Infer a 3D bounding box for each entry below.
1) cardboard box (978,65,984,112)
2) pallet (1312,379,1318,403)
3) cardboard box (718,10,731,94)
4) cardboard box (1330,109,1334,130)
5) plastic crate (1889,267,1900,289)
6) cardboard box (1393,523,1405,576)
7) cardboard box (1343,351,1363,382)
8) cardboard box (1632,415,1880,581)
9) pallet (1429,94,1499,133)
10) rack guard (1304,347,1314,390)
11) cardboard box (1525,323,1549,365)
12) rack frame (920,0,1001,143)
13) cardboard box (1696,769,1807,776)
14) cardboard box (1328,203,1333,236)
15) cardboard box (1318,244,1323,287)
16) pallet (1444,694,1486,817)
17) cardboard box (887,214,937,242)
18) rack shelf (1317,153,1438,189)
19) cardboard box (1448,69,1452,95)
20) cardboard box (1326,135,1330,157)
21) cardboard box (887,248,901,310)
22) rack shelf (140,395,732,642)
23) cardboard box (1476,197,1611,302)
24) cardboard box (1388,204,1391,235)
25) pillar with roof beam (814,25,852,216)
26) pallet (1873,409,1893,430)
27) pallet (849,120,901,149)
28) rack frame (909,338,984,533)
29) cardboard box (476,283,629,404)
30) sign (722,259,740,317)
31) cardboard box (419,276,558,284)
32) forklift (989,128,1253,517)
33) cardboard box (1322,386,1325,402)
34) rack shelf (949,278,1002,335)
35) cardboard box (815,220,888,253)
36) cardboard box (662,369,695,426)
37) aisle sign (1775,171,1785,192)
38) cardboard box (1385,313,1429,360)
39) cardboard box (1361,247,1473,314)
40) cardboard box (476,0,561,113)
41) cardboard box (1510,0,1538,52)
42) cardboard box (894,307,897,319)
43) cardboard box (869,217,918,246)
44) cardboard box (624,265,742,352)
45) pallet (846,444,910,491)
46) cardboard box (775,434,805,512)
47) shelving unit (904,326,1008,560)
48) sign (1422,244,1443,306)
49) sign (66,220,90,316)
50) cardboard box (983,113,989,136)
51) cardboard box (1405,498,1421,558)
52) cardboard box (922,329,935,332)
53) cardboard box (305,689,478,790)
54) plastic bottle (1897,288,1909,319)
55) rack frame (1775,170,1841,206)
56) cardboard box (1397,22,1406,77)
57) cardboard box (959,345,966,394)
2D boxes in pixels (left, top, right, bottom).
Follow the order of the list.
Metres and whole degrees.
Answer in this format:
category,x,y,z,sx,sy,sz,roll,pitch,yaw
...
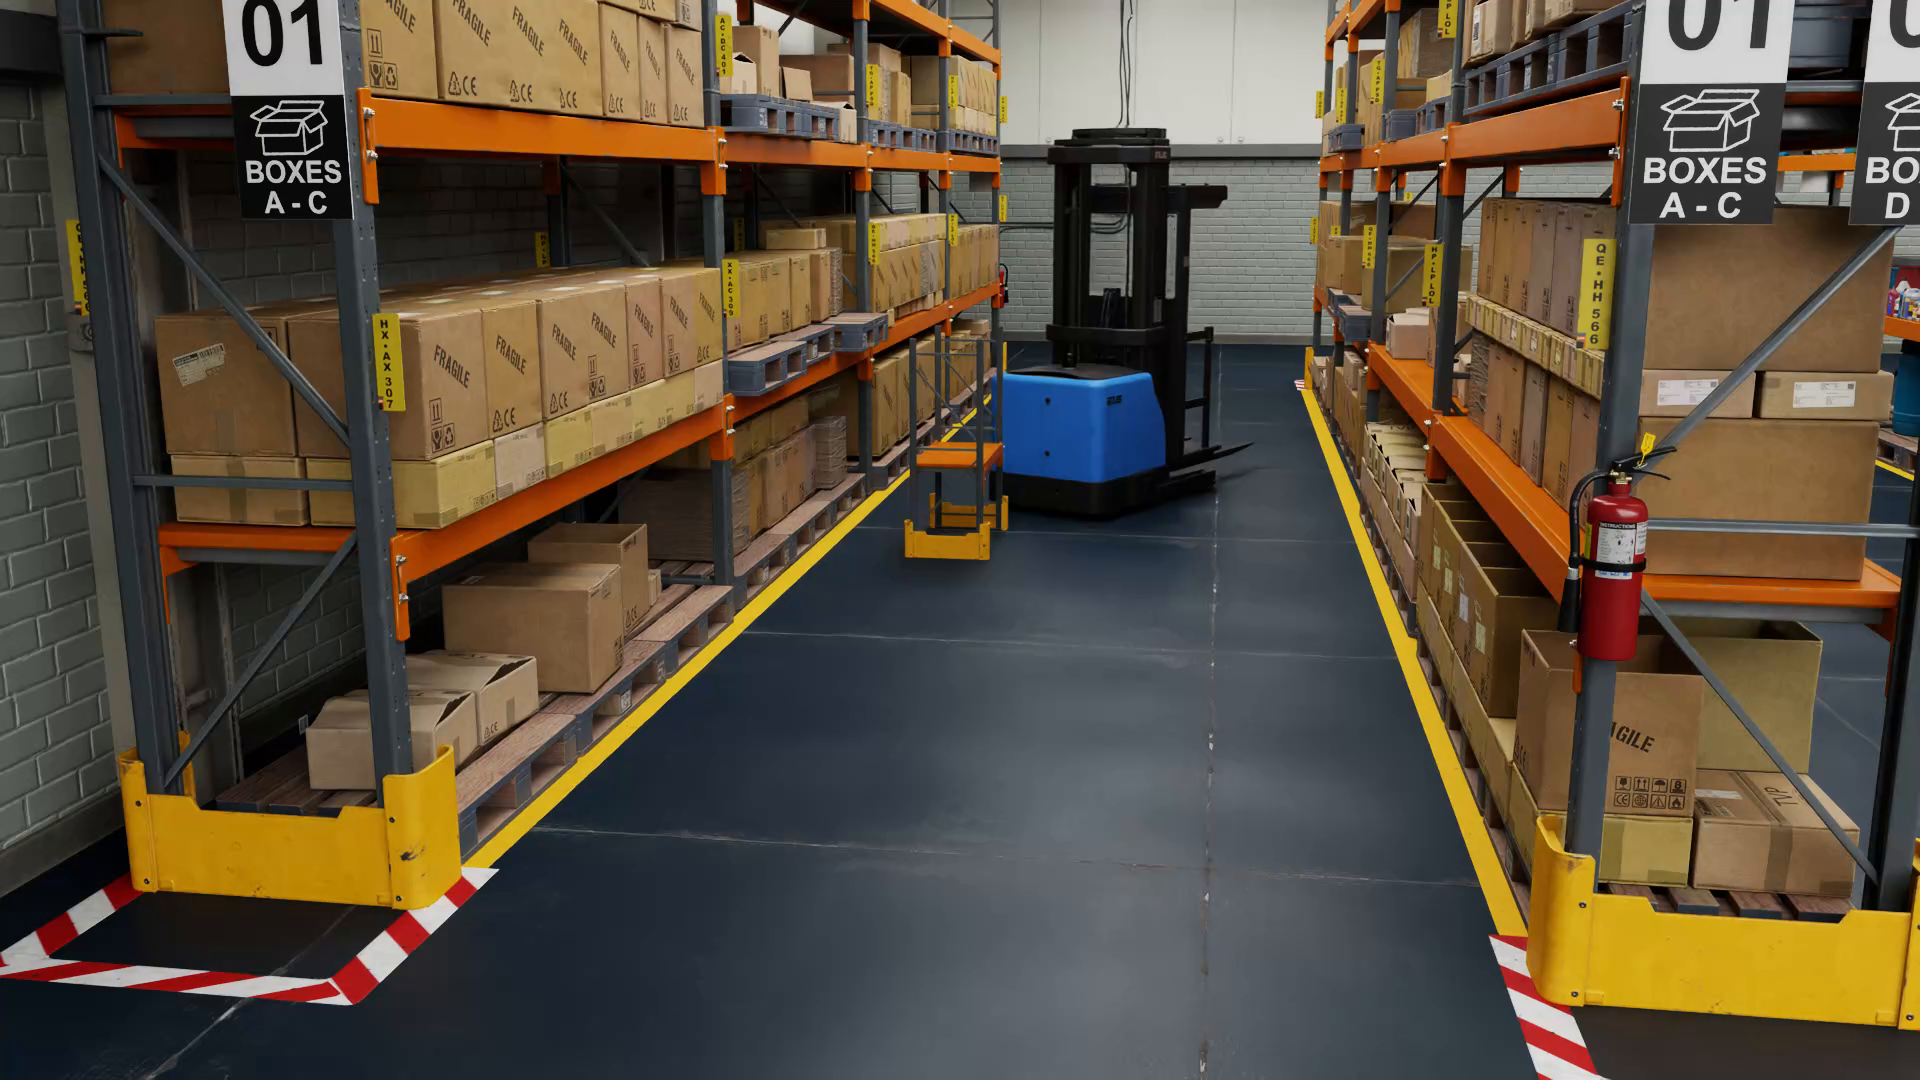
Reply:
category,x,y,z,sx,sy,sz,roll,pitch,yaw
cardboard box,0.000,-5.161,19.043,0.500,0.500,0.500,1,12,6
pallet,4.765,-1.816,19.921,1.003,0.211,1.213,2,12,9
cardboard box,-1.679,-2.855,9.766,0.500,0.500,0.500,4,13,17
cardboard box,4.327,-4.588,18.213,0.500,0.250,0.500,2,12,9
plastic crate,8.912,-2.497,16.357,0.392,0.384,0.575,2,12,9
cardboard box,2.910,0.074,10.058,0.500,0.250,0.500,2,12,8
cardboard box,3.814,-1.588,15.349,0.500,0.250,0.500,2,12,9
cardboard box,2.522,-0.176,5.455,0.700,0.500,0.500,2,12,9
pallet,3.176,-2.420,9.438,0.805,0.209,1.217,1,12,6
rack guard,4.887,-2.124,20.661,1.175,0.500,0.348,2,12,9
cardboard box,2.545,-0.805,6.834,0.380,0.149,0.250,2,12,8
rack frame,0.003,-6.454,20.580,1.000,3.000,0.127,2,12,9
cardboard box,2.813,0.899,6.230,0.500,0.250,0.500,2,12,9
cardboard box,4.259,-3.392,18.001,0.500,0.500,0.500,2,12,9
cardboard box,4.495,-3.219,19.572,0.500,0.500,0.500,2,12,8
pallet,2.704,0.919,7.230,1.003,0.211,1.213,2,12,9
cardboard box,-0.519,-3.048,16.243,0.500,0.250,0.500,2,12,10
rack shelf,4.591,-4.060,18.299,1.077,0.370,4.000,2,12,9
cardboard box,3.492,-2.970,10.893,0.500,0.250,0.500,2,12,8
cardboard box,4.403,-4.448,18.749,0.500,0.250,0.500,2,12,9
cardboard box,-0.810,-2.261,14.376,0.500,0.500,0.500,2,12,11
rack shelf,-2.150,-0.255,7.765,1.077,0.370,4.000,2,12,9
cardboard box,2.991,-1.454,8.303,0.700,0.500,0.500,2,12,9
cardboard box,4.713,-3.263,17.403,0.500,0.500,0.500,1,12,7
pillar with roof beam,2.895,-5.655,16.875,9.100,9.000,0.400,2,12,9
pallet,9.252,-1.159,16.869,1.003,0.211,1.213,2,12,9
pallet,-1.181,-3.366,13.819,1.213,0.211,1.003,2,12,11
rack frame,-0.091,-0.610,11.262,0.500,1.500,0.032,2,12,9
cardboard box,-1.848,-0.901,7.582,0.500,0.500,0.500,2,12,10
sign,-1.305,-1.430,9.456,0.100,0.325,0.005,2,12,9
cardboard box,-2.287,-1.024,8.154,0.500,0.500,0.500,2,12,10
forklift,1.491,-1.871,13.718,1.130,2.935,3.031,9,15,34
cardboard box,4.089,-1.558,17.826,0.380,0.149,0.250,2,12,9
rack shelf,-0.305,-2.753,19.356,1.077,0.370,4.000,2,12,9
cardboard box,-0.898,-2.519,13.789,0.500,0.250,0.500,2,12,10
cardboard box,-1.701,-0.748,8.652,0.500,0.250,0.500,2,12,9
aisle sign,9.510,-4.496,19.563,0.394,0.787,0.004,2,12,9
cardboard box,3.339,-1.473,11.918,0.500,0.311,0.500,2,12,8
cardboard box,3.653,-2.085,13.314,0.700,0.500,0.500,-2,12,-10
cardboard box,-1.965,-1.996,6.730,0.500,0.500,0.500,2,12,11
cardboard box,2.675,-2.315,6.922,0.797,0.503,0.637,3,13,15
cardboard box,-0.778,-2.073,15.039,0.380,0.149,0.250,2,12,10
cardboard box,-0.676,-2.835,15.258,0.500,0.250,0.500,2,12,7
cardboard box,-1.731,-1.392,10.051,0.700,0.500,0.500,2,12,9
pallet,-1.032,-0.654,14.529,1.003,0.211,1.213,2,12,9
cardboard box,-1.529,-0.490,12.034,0.700,0.500,0.500,2,12,8
shelving unit,-0.012,-0.717,11.762,0.587,1.500,1.083,2,12,9
sign,2.515,-1.406,8.838,0.100,0.325,0.005,2,12,9
sign,-3.003,-0.933,5.705,0.100,0.325,0.005,2,12,9
cardboard box,0.074,-4.899,19.607,0.500,0.250,0.500,1,12,7
cardboard box,2.832,-0.092,9.501,0.500,0.311,0.500,2,12,9
cardboard box,-0.456,-2.335,19.104,0.380,0.149,0.250,2,12,9
cardboard box,-2.262,0.768,6.649,0.500,0.311,0.500,0,12,2
plastic bottle,8.664,-2.169,15.245,0.097,0.271,0.097,0,12,0
rack frame,9.792,-3.200,19.723,1.000,3.000,0.127,2,12,9
cardboard box,3.898,-4.003,13.717,0.500,0.500,0.500,2,12,9
cardboard box,-0.315,-1.929,18.759,0.700,0.500,0.500,2,12,8
